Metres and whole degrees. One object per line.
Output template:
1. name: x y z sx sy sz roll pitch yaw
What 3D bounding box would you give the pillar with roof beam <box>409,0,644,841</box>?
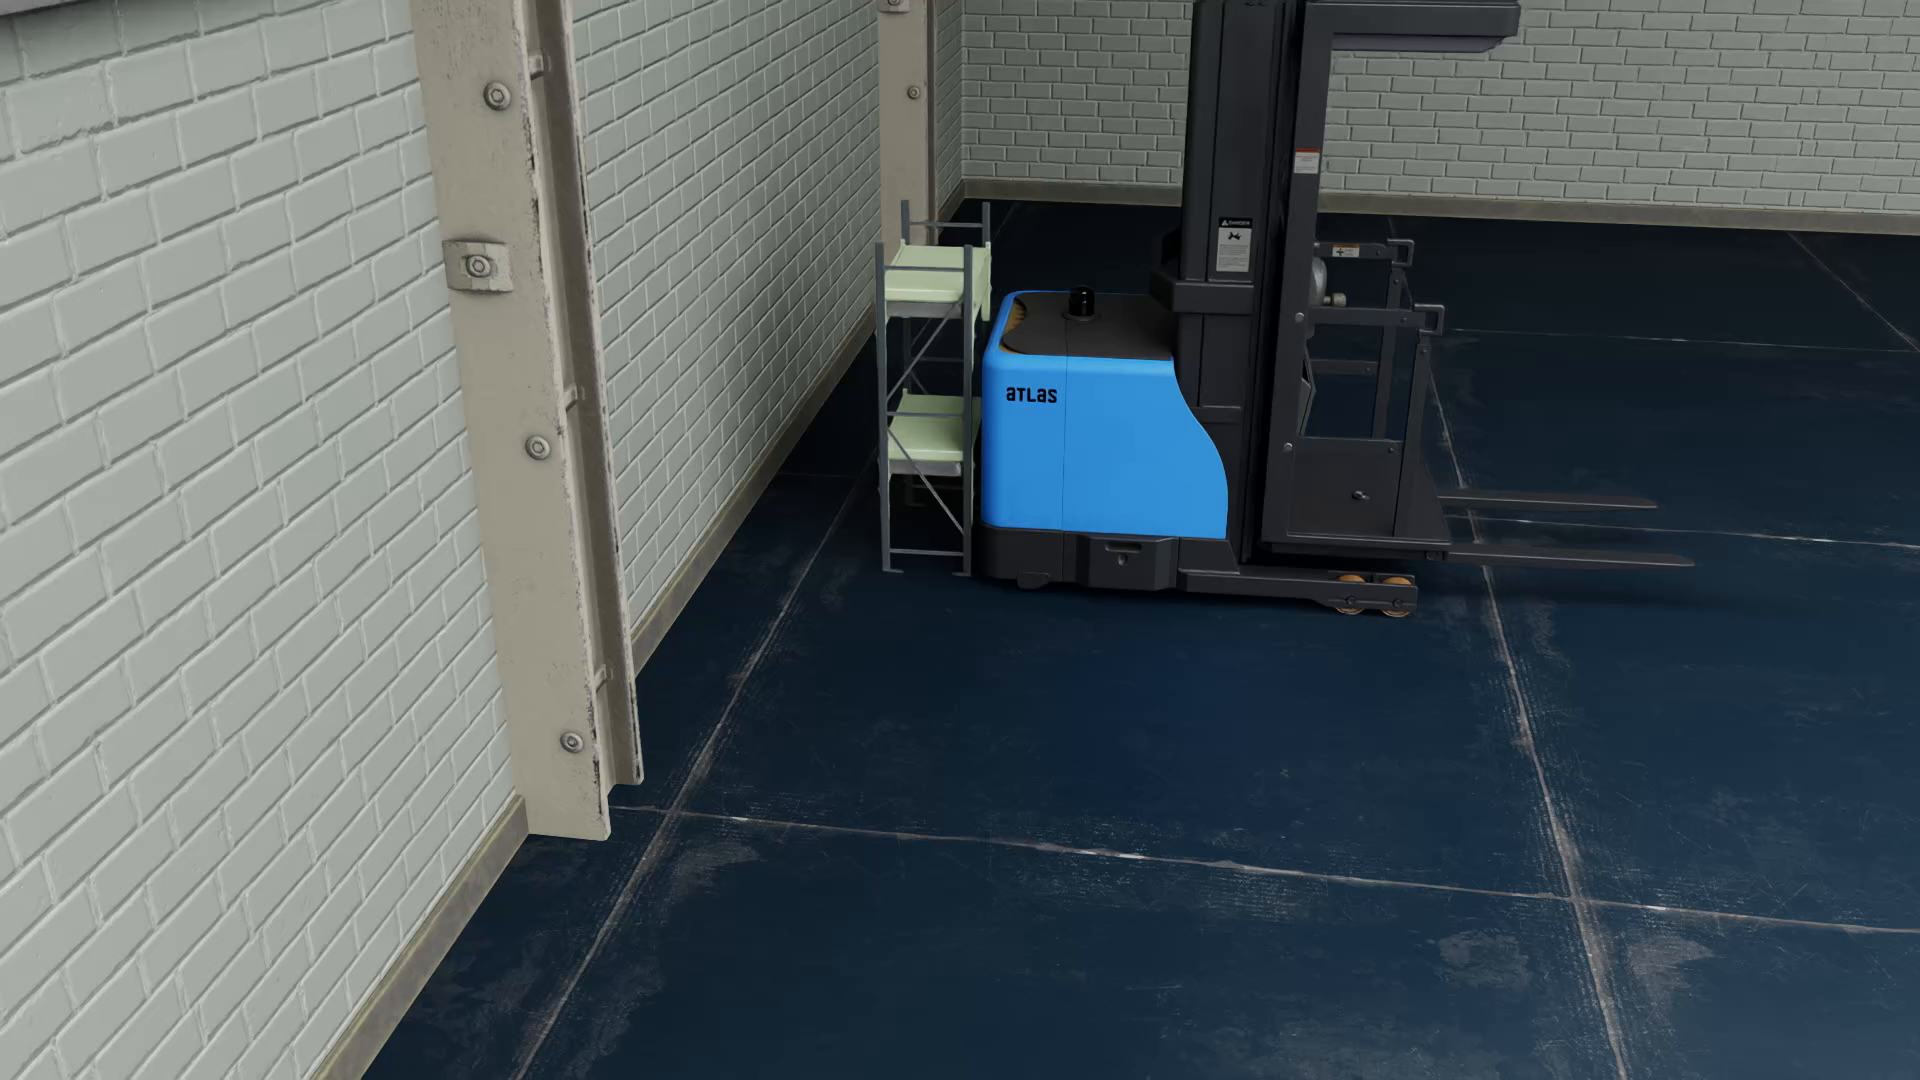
1. pillar with roof beam: 2.936 -2.860 3.245 9.100 9.000 0.400 4 25 9

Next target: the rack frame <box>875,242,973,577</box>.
1. rack frame: -0.148 -0.531 7.115 0.400 1.500 0.023 3 25 6

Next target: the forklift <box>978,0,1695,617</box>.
1. forklift: 1.634 -1.240 6.942 3.031 2.935 1.130 3 25 6

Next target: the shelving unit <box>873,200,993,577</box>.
1. shelving unit: -0.106 -0.685 7.444 0.431 1.500 0.755 3 25 6

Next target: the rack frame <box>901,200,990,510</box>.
1. rack frame: -0.064 -0.839 7.774 0.400 1.500 0.023 3 25 6

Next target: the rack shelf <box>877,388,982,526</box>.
1. rack shelf: -0.106 -0.390 7.583 0.431 0.370 0.720 3 25 6

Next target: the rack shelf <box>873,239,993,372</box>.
1. rack shelf: -0.106 -1.039 7.279 0.431 0.370 0.720 3 25 6

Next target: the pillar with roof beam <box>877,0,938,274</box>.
1. pillar with roof beam: 3.917 -5.369 8.606 9.100 9.000 0.400 4 25 9
